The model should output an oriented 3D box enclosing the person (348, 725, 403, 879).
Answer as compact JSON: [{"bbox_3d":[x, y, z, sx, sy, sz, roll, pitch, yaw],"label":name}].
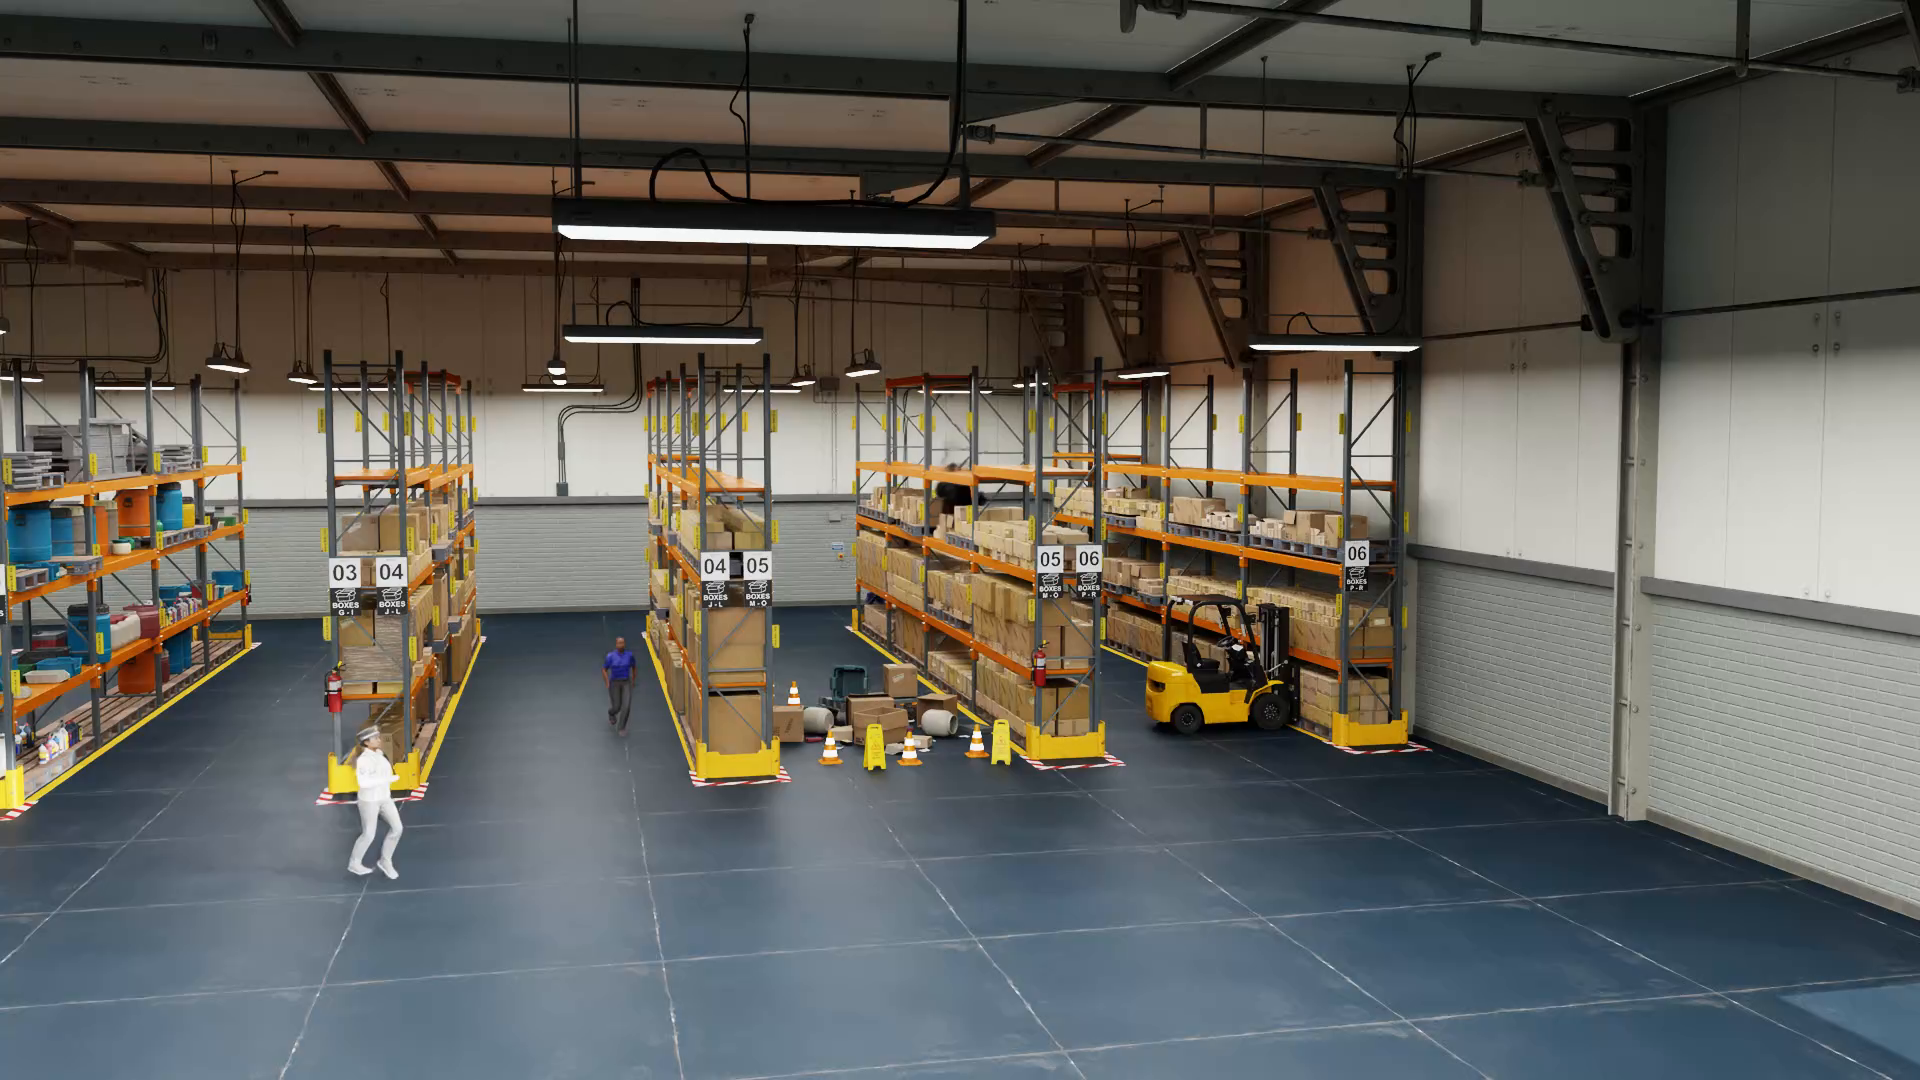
[{"bbox_3d":[-6.418,2.891,18.282,0.684,1.728,0.592,1,4,16],"label":"person"}]

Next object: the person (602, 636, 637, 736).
[{"bbox_3d":[-5.494,2.341,26.863,0.558,1.608,0.592,-2,4,-22],"label":"person"}]

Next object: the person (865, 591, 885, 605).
[{"bbox_3d":[-2.180,1.269,41.867,0.914,1.580,0.655,2,4,26],"label":"person"}]
